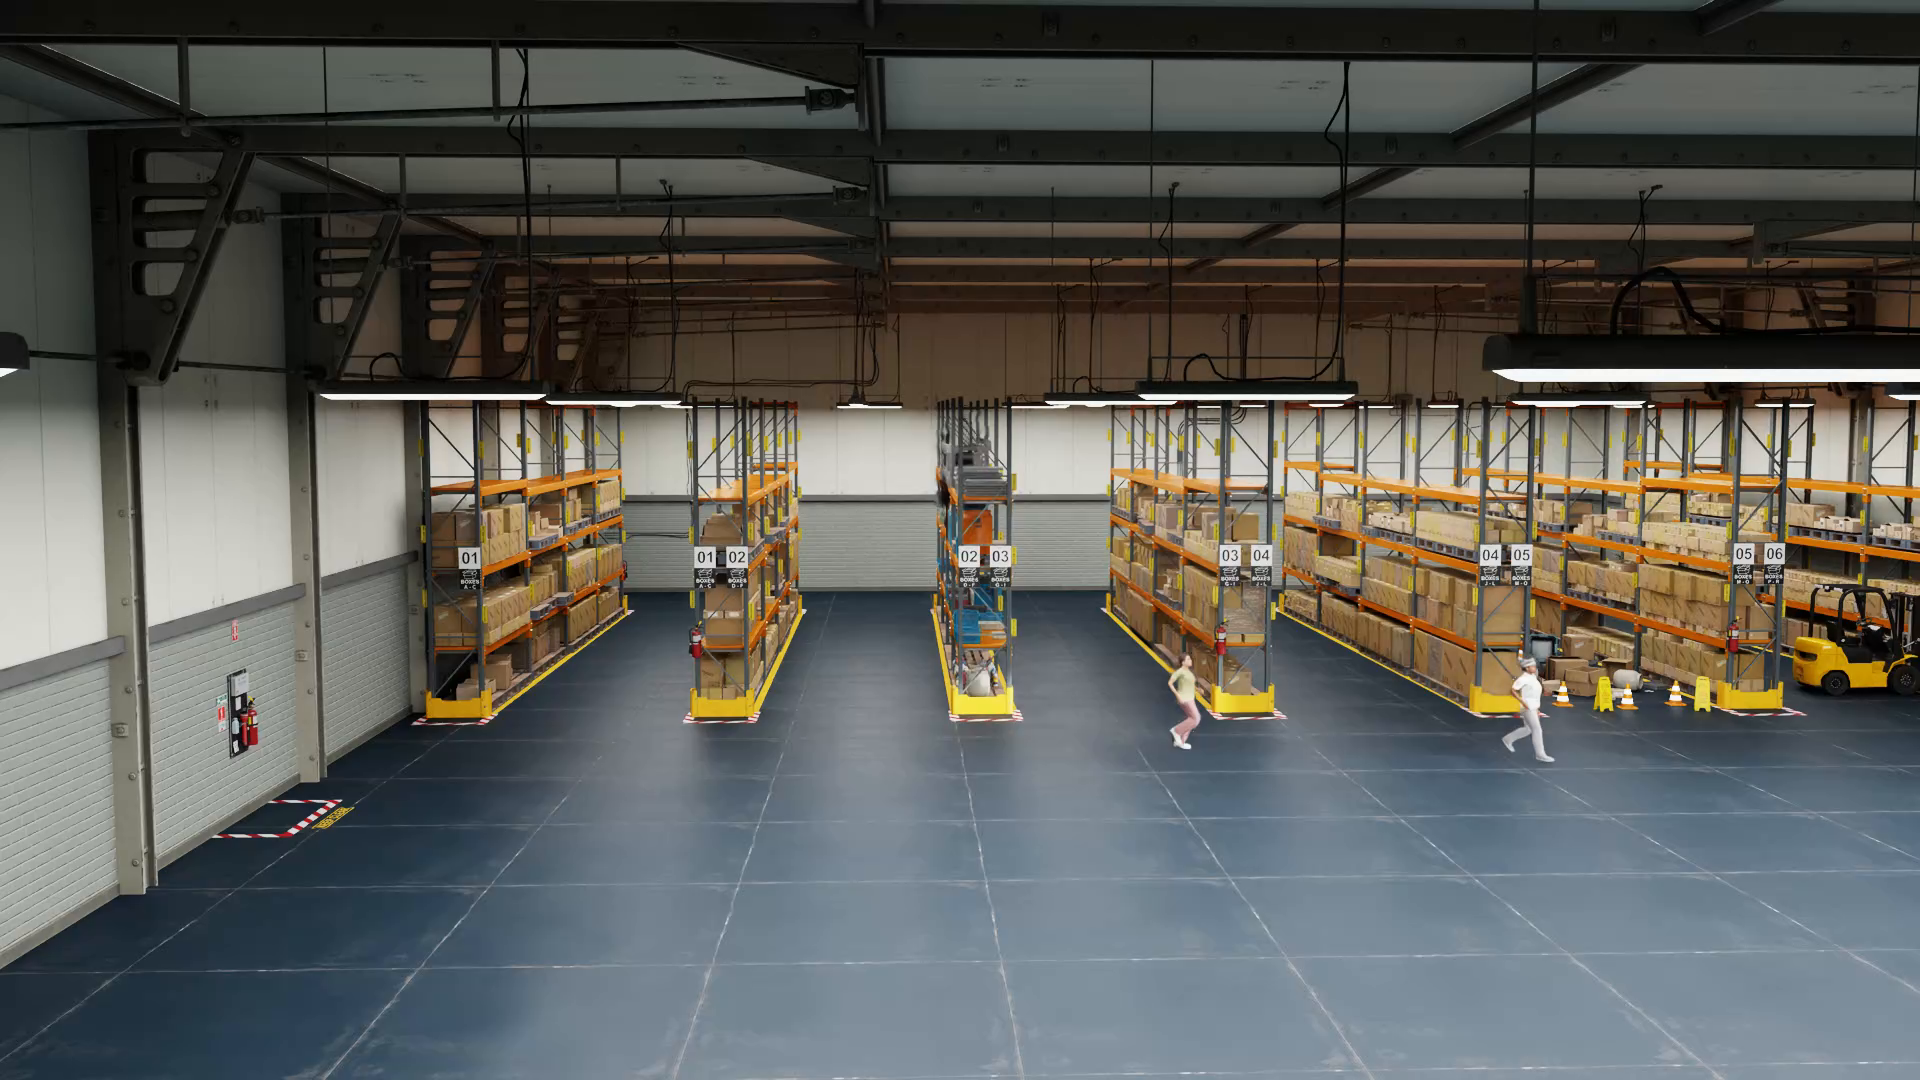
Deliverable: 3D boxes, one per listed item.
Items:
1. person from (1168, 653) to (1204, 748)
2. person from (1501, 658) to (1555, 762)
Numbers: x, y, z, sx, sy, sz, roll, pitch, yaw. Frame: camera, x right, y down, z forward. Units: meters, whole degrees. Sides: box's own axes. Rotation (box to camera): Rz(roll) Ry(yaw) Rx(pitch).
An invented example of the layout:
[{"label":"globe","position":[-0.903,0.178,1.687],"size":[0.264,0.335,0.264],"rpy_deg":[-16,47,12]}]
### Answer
[{"label":"person","position":[3.869,2.730,28.229],"size":[0.527,1.629,0.582],"rpy_deg":[2,5,28]},{"label":"person","position":[9.337,2.757,27.300],"size":[0.904,1.674,0.583],"rpy_deg":[3,6,38]}]
